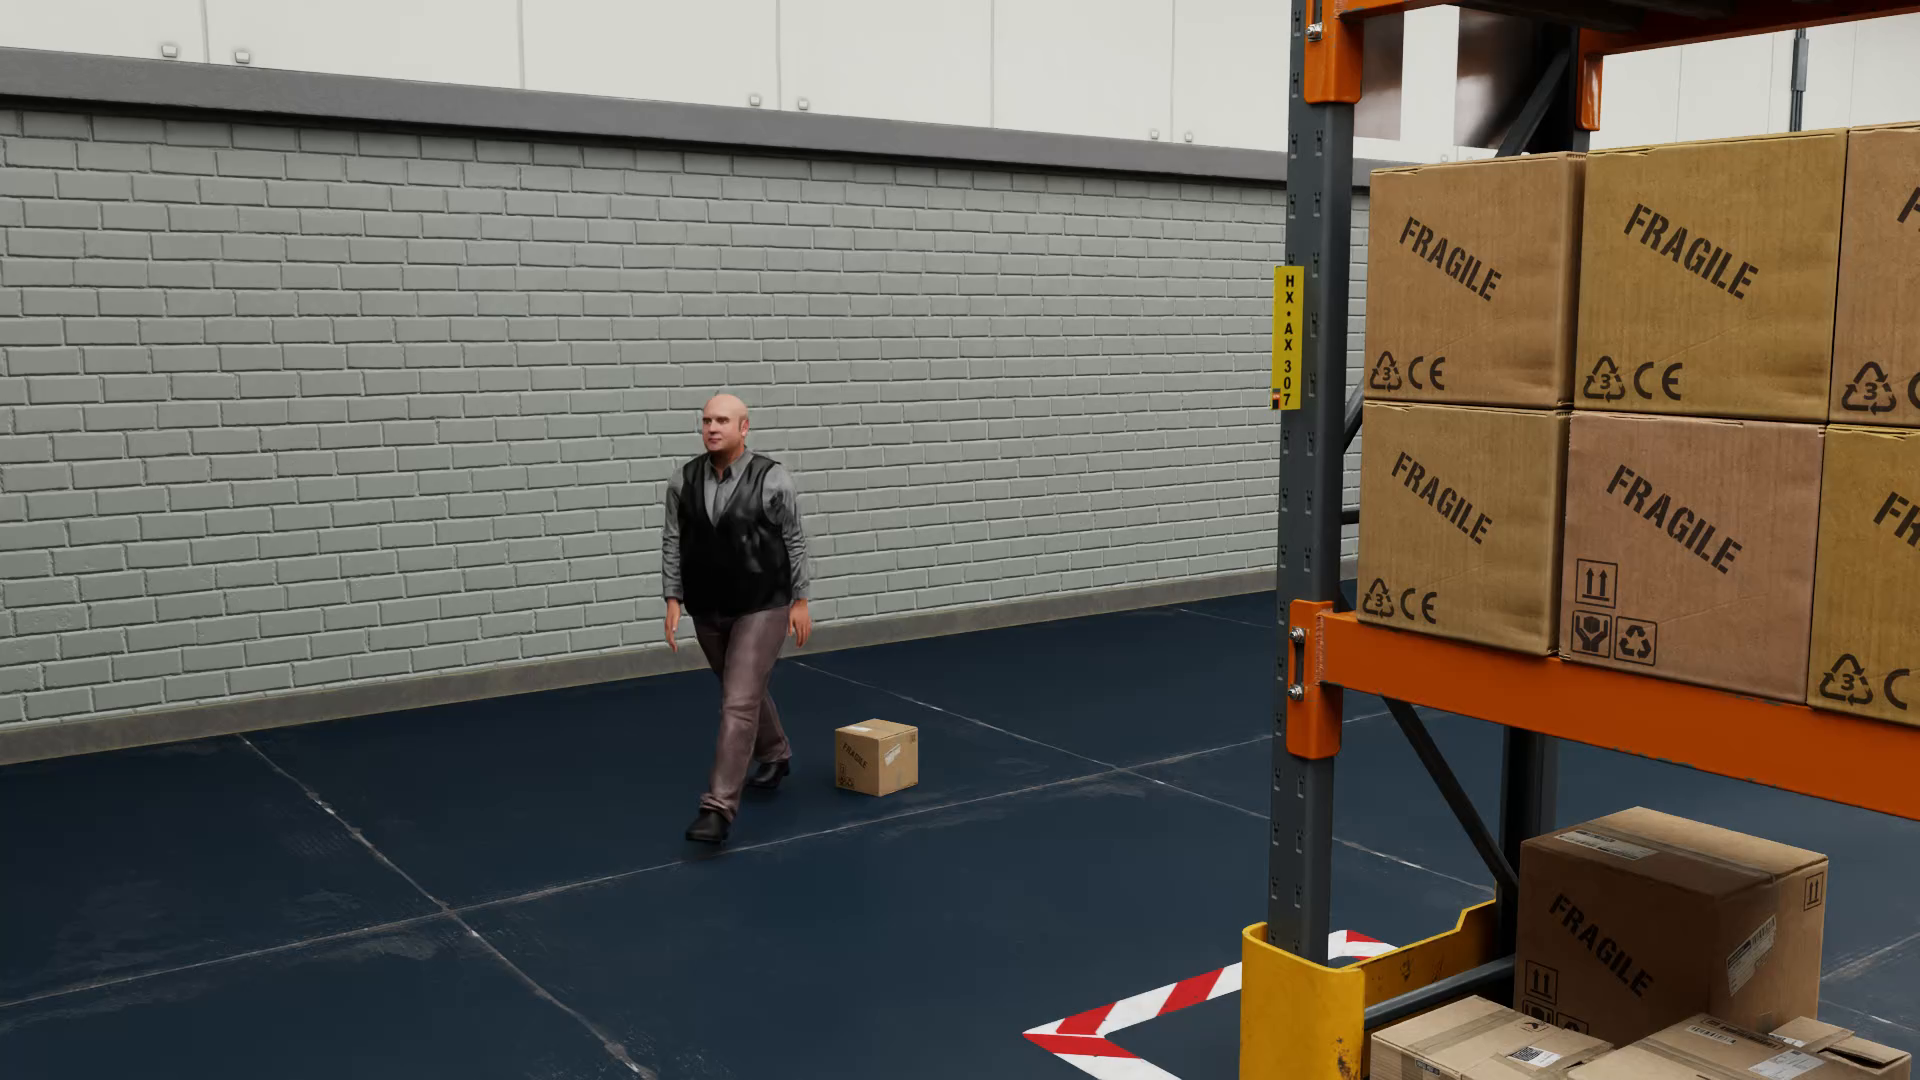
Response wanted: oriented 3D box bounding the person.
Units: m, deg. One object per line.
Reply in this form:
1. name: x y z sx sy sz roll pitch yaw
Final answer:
1. person: -0.902 0.265 6.460 0.543 1.660 1.069 3 8 20
